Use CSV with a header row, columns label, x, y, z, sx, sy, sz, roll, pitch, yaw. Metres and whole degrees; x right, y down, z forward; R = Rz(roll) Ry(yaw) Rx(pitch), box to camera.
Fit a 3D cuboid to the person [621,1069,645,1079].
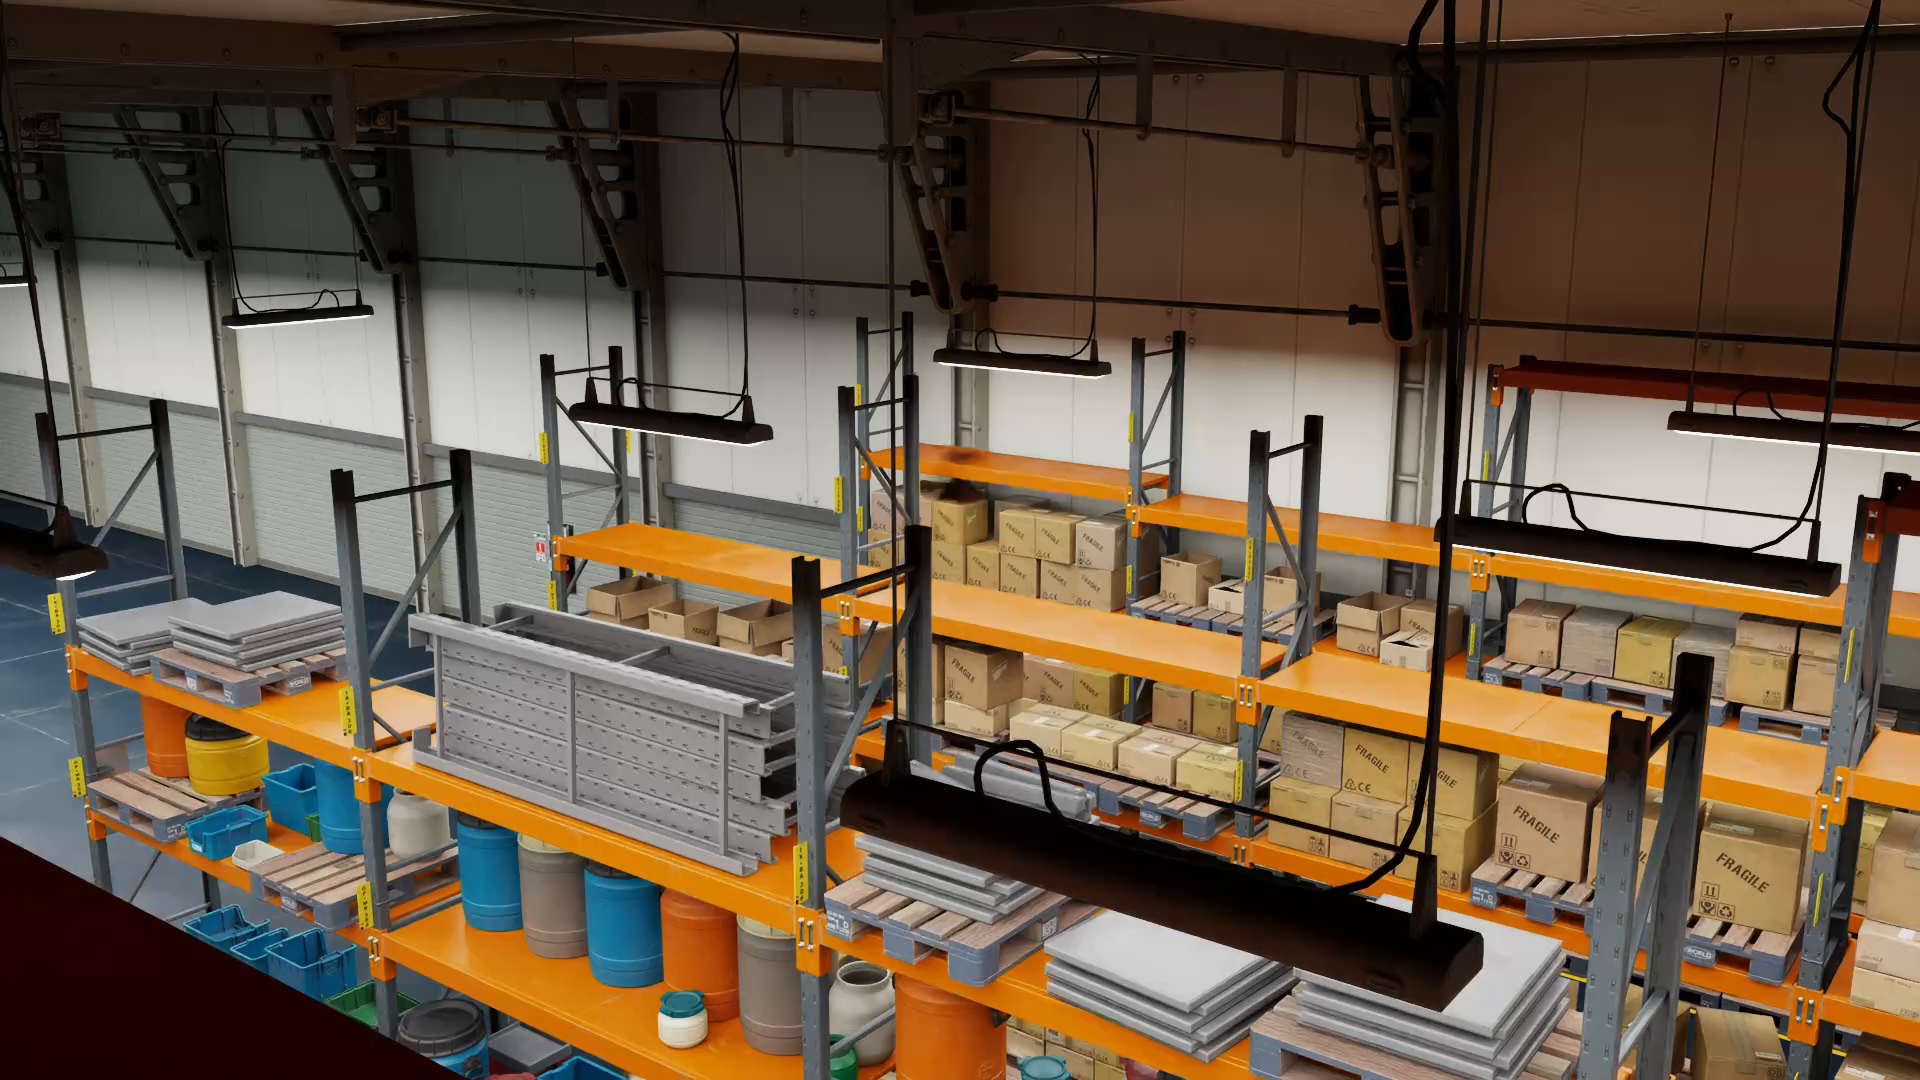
label,x,y,z,sx,sy,sz,roll,pitch,yaw
person,-2.424,3.966,13.157,0.565,1.003,0.434,-1,13,-6
